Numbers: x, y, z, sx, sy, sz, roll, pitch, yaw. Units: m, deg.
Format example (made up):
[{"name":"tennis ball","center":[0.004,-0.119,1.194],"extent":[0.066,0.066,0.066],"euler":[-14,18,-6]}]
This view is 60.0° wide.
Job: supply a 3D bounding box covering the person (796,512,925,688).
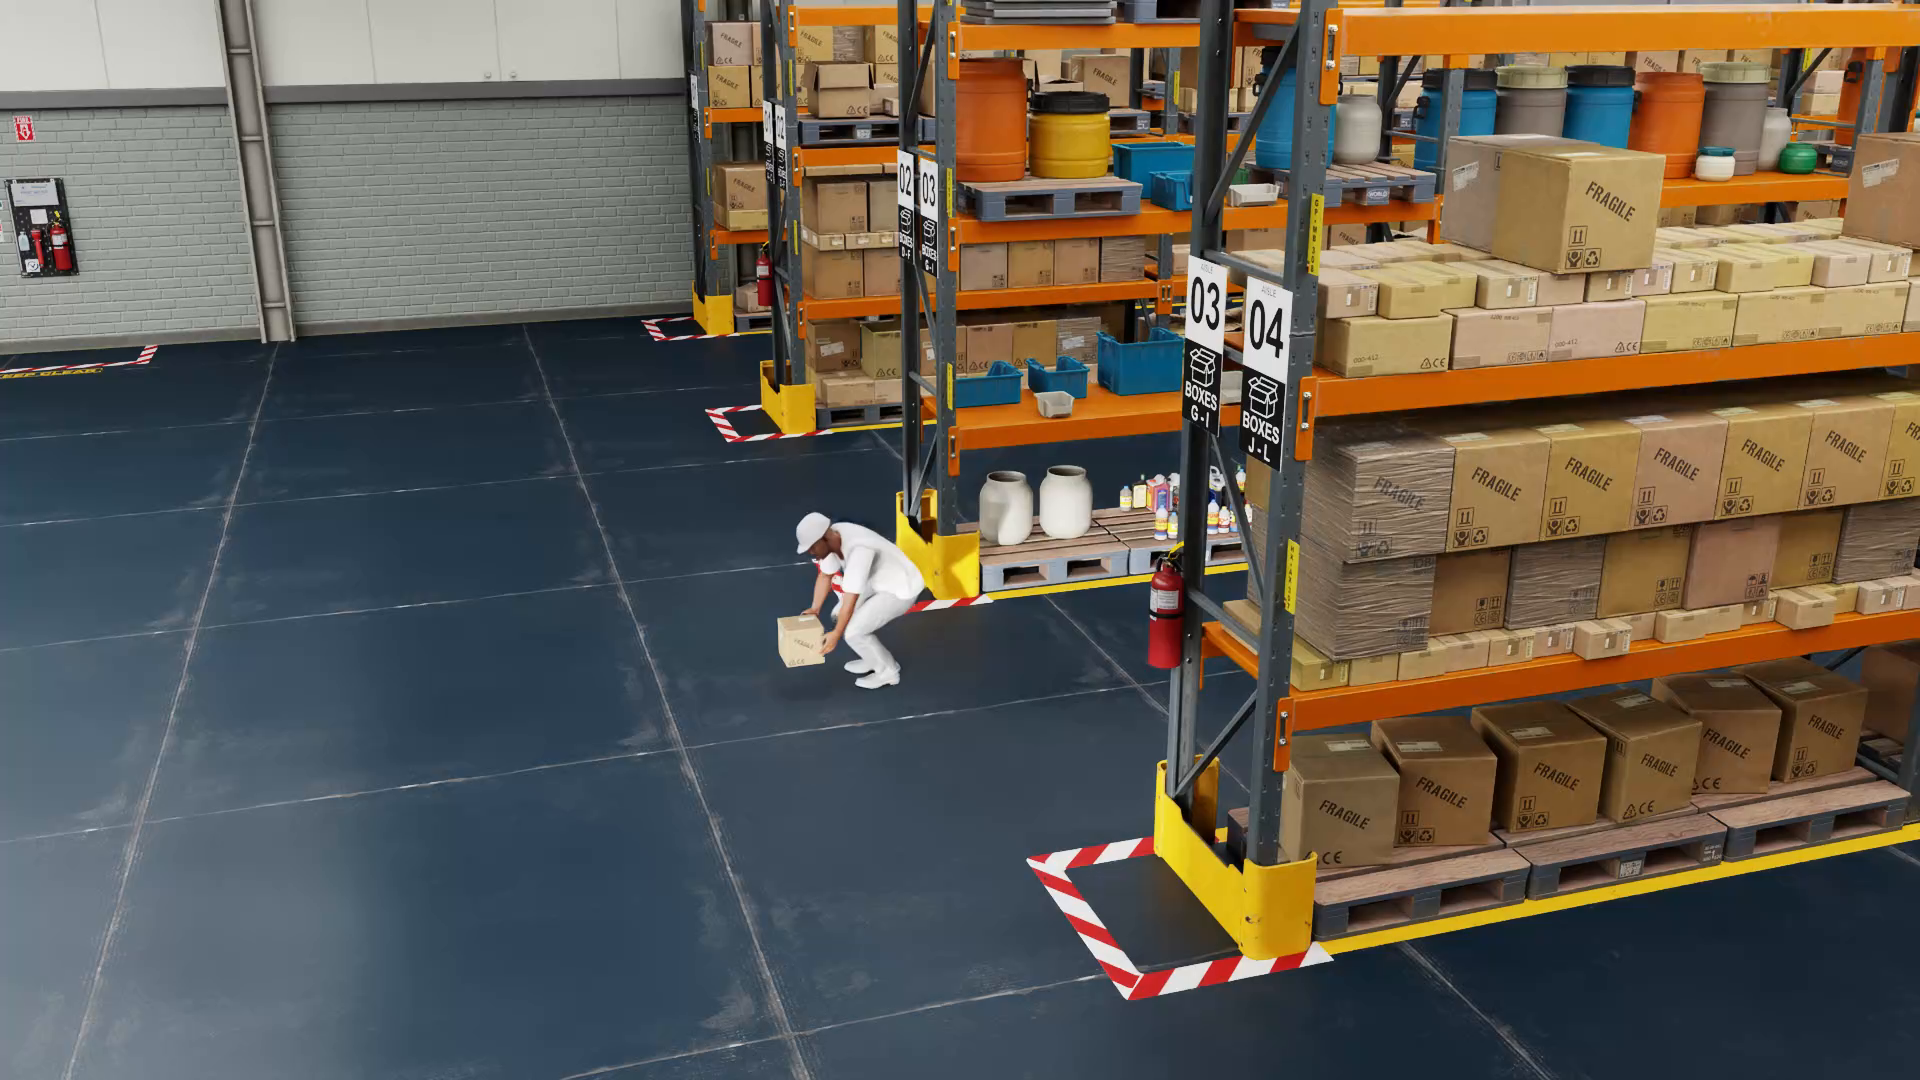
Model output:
[{"name":"person","center":[-0.642,0.367,10.830],"extent":[0.839,1.207,0.620],"euler":[-6,20,-17]}]
